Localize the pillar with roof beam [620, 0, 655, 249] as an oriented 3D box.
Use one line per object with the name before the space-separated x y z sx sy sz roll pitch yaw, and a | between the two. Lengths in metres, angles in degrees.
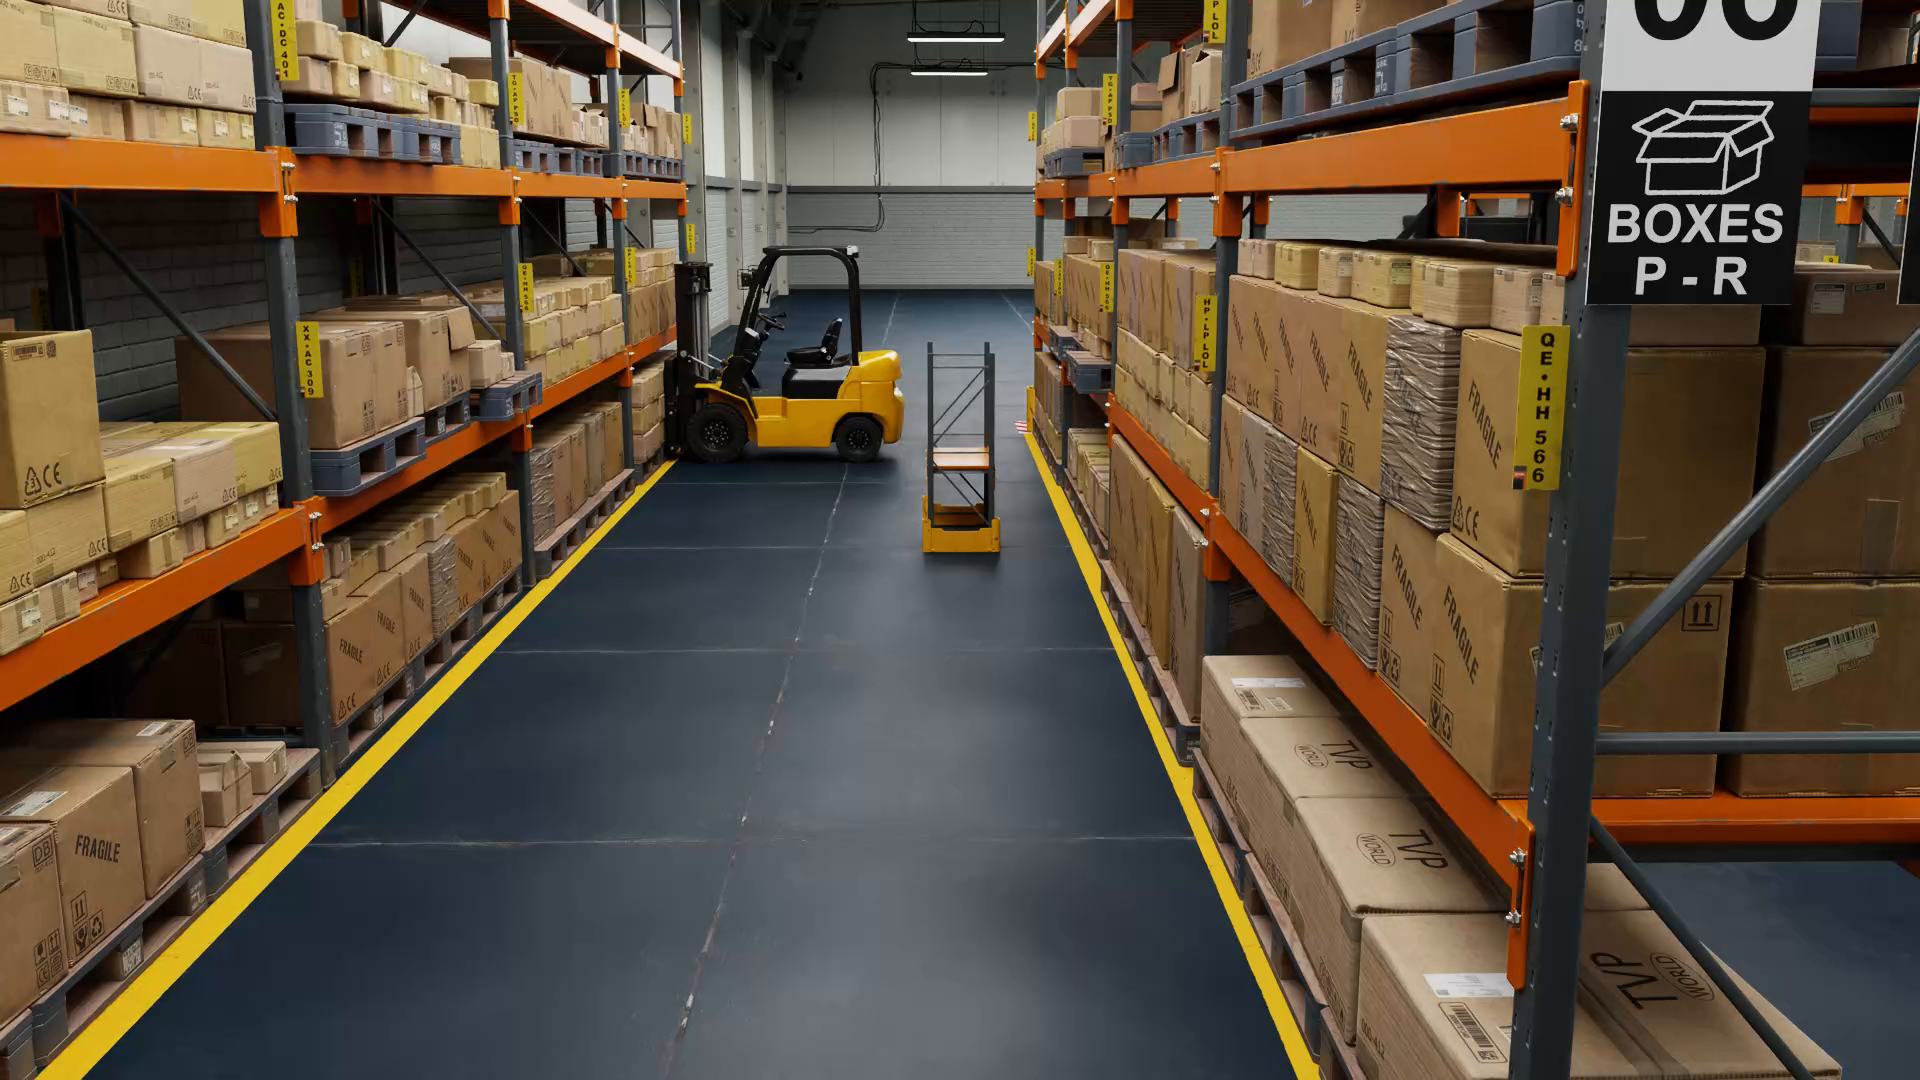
pillar with roof beam | -0.305 -6.743 23.665 9.100 9.000 0.400 0 11 -1

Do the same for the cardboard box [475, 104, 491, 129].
cardboard box | -3.186 -2.667 10.491 0.380 0.149 0.250 0 11 0

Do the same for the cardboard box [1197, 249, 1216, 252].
cardboard box | 1.801 -1.603 10.650 0.500 0.500 0.500 -1 11 -3

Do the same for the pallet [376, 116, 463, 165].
pallet | -3.319 -2.064 8.614 1.213 0.211 1.003 0 11 -1

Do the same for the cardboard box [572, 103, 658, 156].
cardboard box | -3.451 -4.103 16.627 0.797 0.503 0.637 0 11 1

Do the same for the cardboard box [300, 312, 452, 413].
cardboard box | -3.164 -0.960 8.941 0.700 0.500 0.500 0 11 -1

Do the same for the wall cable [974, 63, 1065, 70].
wall cable | 1.955 -15.294 49.478 3.097 2.526 0.112 0 11 -1

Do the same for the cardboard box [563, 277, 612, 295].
cardboard box | -3.287 -2.240 14.671 0.380 0.149 0.250 0 11 1

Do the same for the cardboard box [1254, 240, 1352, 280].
cardboard box | 1.380 -1.113 6.602 0.380 0.149 0.250 0 11 0

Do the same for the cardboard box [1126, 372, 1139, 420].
cardboard box | 1.316 -0.892 10.288 0.500 0.250 0.500 -1 11 -3

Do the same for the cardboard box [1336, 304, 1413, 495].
cardboard box | 1.399 -0.411 4.777 0.500 0.500 0.500 0 11 -1

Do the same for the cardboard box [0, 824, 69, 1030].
cardboard box | -3.165 1.173 4.964 0.700 0.500 0.500 0 11 1

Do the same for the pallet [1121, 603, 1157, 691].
pallet | 1.492 0.600 9.572 1.003 0.211 1.213 0 11 -1

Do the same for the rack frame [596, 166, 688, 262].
rack frame | -3.599 -2.735 18.995 1.000 3.000 0.127 0 11 -1

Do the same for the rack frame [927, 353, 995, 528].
rack frame | 0.009 -0.651 12.495 0.500 1.500 0.032 0 11 -1

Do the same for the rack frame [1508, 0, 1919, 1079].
rack frame | 1.691 0.425 3.422 0.949 2.616 0.053 0 11 -1

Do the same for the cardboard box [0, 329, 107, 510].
cardboard box | -3.040 -0.384 5.149 0.500 0.500 0.500 0 11 0

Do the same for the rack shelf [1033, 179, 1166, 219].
rack shelf | 1.405 -3.476 16.913 1.077 0.370 4.000 0 11 -1

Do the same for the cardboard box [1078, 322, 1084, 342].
cardboard box | 1.141 -1.673 13.338 0.380 0.149 0.250 0 11 1

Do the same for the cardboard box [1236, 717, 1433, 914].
cardboard box | 1.536 0.982 6.060 0.875 0.438 0.875 -1 11 -3

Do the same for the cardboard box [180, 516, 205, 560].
cardboard box | -3.057 -0.009 6.189 0.380 0.149 0.250 0 11 0

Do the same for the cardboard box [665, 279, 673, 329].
cardboard box | -3.314 -2.482 17.498 0.500 0.500 0.500 0 11 -2

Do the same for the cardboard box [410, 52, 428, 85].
cardboard box | -3.009 -2.464 8.692 0.380 0.149 0.250 0 11 -1

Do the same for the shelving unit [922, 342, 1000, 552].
shelving unit | -0.002 -0.750 12.985 0.587 1.500 1.083 0 11 -1

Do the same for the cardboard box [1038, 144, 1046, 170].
cardboard box | 1.108 -4.097 17.795 0.500 0.250 0.500 0 11 -2

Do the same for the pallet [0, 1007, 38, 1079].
pallet | -3.287 1.639 4.451 1.003 0.211 1.213 0 11 -1

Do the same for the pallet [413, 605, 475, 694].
pallet | -3.434 0.613 9.509 1.003 0.211 1.213 0 11 -1

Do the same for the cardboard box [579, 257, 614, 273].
cardboard box | -3.340 -2.569 15.545 0.380 0.149 0.250 0 11 0

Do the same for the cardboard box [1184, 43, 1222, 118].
cardboard box | 1.739 -2.695 9.945 0.700 0.500 0.500 -1 11 -4

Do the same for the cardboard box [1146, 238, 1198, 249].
cardboard box | 1.738 -2.397 13.643 0.380 0.149 0.250 -1 11 -4

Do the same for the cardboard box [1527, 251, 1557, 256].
cardboard box | 1.974 -0.813 5.122 0.380 0.149 0.250 -1 11 -3

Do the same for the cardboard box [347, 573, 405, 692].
cardboard box | -3.157 0.467 8.444 0.500 0.500 0.500 0 11 -2

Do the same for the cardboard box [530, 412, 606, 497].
cardboard box | -3.486 -0.724 13.999 0.875 0.625 0.625 0 11 -2

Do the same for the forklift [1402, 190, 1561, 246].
forklift | 3.998 -1.469 12.927 1.130 2.935 3.031 1 12 7

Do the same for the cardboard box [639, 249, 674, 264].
cardboard box | -3.312 -3.076 18.048 0.380 0.149 0.250 0 11 0

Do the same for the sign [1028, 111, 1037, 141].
sign | 0.821 -4.652 18.703 0.100 0.325 0.005 0 11 -1

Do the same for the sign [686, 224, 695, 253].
sign | -3.056 -3.418 18.854 0.100 0.325 0.005 0 11 -1

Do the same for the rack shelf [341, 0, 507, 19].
rack shelf | -3.392 -3.139 8.712 1.077 0.370 4.000 0 11 -1

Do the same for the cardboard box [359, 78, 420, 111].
cardboard box | -2.979 -2.266 8.463 0.380 0.149 0.250 0 11 0

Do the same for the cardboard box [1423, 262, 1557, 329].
cardboard box | 1.368 -0.604 4.095 0.380 0.149 0.250 0 11 -2

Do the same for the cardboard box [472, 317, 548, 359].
cardboard box | -3.173 -1.405 11.562 0.500 0.250 0.500 0 11 -1

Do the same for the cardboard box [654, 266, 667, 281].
cardboard box | -3.261 -2.779 17.330 0.380 0.149 0.250 0 11 -1

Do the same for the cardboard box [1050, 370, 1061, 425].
cardboard box | 1.154 -1.404 16.410 0.500 0.500 0.500 0 11 0

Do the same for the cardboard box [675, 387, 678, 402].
cardboard box | -3.245 -1.540 17.710 0.500 0.250 0.500 0 11 -2

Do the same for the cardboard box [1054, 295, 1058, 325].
cardboard box | 1.171 -2.345 16.075 0.500 0.500 0.500 0 11 1

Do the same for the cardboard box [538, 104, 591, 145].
cardboard box | -3.242 -3.325 13.279 0.500 0.311 0.500 -1 11 -3

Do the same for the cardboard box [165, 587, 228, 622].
cardboard box | -3.647 0.280 7.734 0.380 0.149 0.250 -1 11 -3

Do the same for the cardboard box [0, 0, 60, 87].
cardboard box | -3.067 -1.491 4.951 0.500 0.250 0.500 0 11 -2

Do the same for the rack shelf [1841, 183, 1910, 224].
rack shelf | 6.517 -1.926 9.274 1.077 0.370 4.000 0 11 -1

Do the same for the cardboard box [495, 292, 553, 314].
cardboard box | -3.201 -1.732 12.169 0.380 0.149 0.250 0 11 -1

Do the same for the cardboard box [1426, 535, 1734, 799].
cardboard box | 1.420 0.281 3.880 0.500 0.500 0.500 0 11 -1

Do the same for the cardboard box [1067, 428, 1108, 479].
cardboard box | 1.460 -0.775 14.886 0.950 0.372 0.625 0 11 0

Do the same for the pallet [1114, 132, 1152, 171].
pallet | 1.595 -2.415 10.352 1.213 0.211 1.003 0 11 1

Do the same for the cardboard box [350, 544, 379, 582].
cardboard box | -3.211 0.119 8.526 0.380 0.149 0.250 0 11 -2

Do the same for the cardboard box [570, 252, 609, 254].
cardboard box | -3.802 -2.872 17.042 0.380 0.149 0.250 0 11 -1
